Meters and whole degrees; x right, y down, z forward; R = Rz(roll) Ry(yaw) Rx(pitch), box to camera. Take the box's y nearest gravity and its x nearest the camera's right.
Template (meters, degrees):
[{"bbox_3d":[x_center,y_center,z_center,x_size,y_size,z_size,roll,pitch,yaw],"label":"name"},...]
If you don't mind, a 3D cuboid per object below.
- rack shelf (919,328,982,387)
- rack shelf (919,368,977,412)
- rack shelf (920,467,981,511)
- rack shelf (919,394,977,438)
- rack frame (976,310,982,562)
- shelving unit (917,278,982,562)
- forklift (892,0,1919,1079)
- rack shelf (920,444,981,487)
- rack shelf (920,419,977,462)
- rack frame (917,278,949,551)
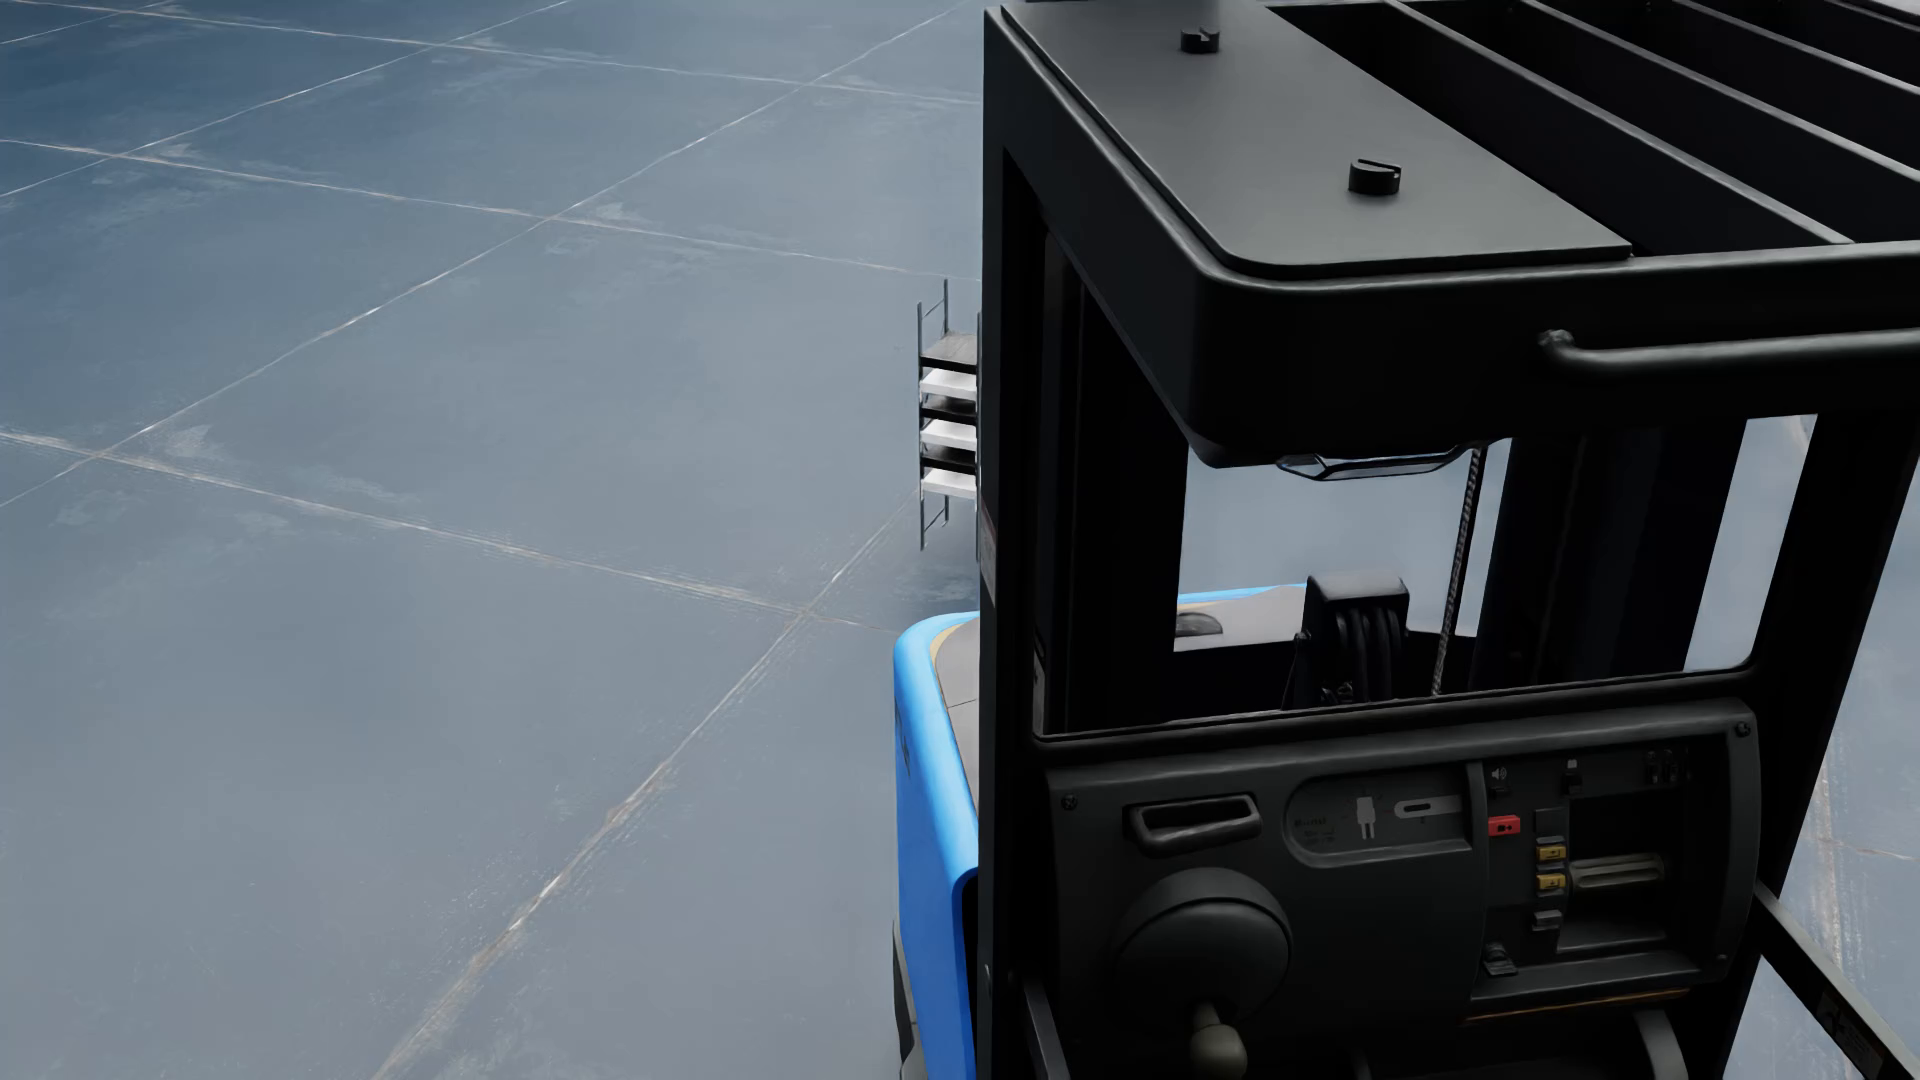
[{"bbox_3d":[0.008,-0.596,5.409,0.200,0.077,0.258,11,31,19],"label":"rack shelf"},{"bbox_3d":[0.008,-0.518,5.454,0.200,0.077,0.258,11,31,19],"label":"rack shelf"},{"bbox_3d":[0.008,-0.205,5.631,0.200,0.077,0.258,11,31,19],"label":"rack shelf"},{"bbox_3d":[0.008,-0.440,5.498,0.200,0.077,0.258,11,31,19],"label":"rack shelf"},{"bbox_3d":[0.102,-0.371,5.493,0.006,0.900,0.240,11,31,19],"label":"rack frame"},{"bbox_3d":[0.008,-0.390,5.526,0.210,0.900,0.258,11,31,19],"label":"shelving unit"},{"bbox_3d":[0.608,0.485,1.913,1.130,2.935,3.031,-5,30,-8],"label":"forklift"},{"bbox_3d":[0.008,-0.283,5.587,0.200,0.077,0.258,11,31,19],"label":"rack shelf"},{"bbox_3d":[0.008,-0.361,5.542,0.200,0.077,0.258,11,31,19],"label":"rack shelf"},{"bbox_3d":[-0.087,-0.409,5.559,0.006,0.900,0.240,11,31,19],"label":"rack frame"}]
